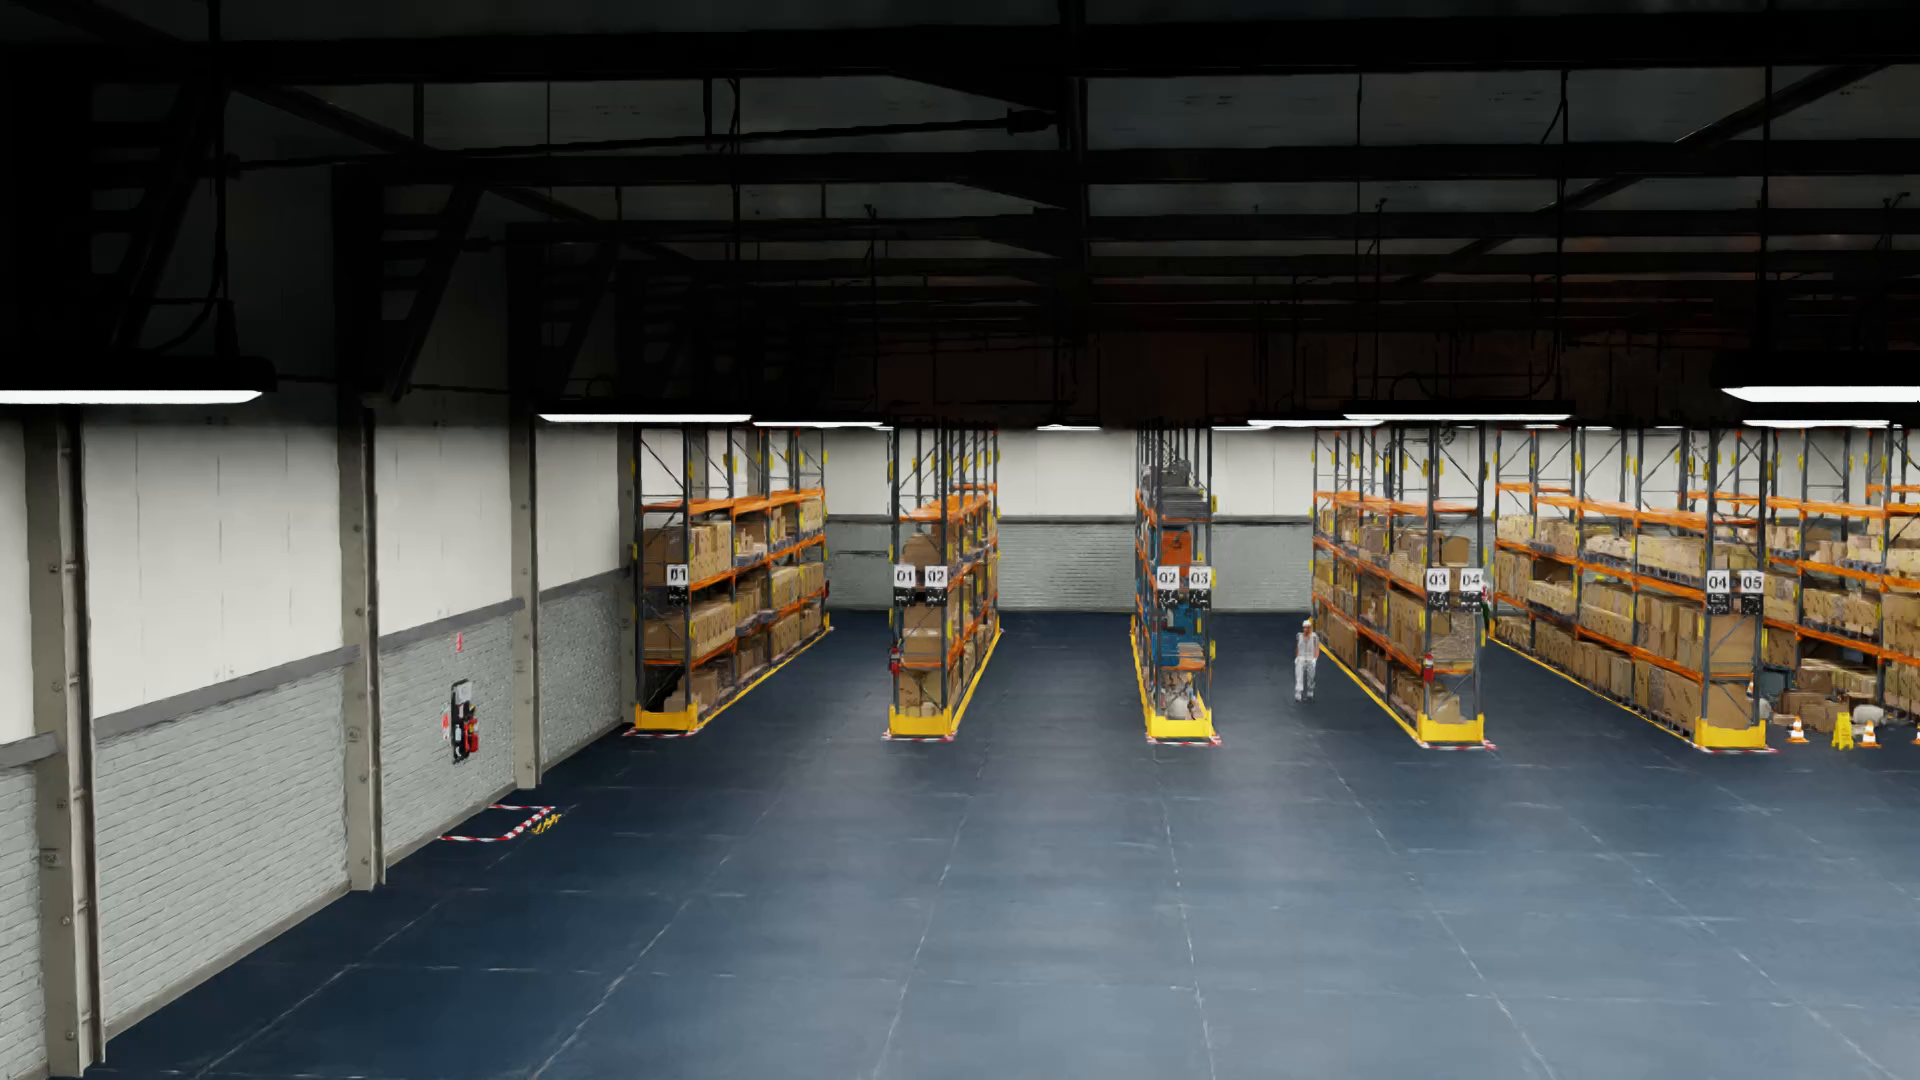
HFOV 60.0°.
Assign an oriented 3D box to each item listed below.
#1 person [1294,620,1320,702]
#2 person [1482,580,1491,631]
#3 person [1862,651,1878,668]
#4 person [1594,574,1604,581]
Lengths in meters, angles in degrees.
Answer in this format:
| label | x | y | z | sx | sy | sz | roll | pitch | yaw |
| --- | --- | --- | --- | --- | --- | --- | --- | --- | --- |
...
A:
| label | x | y | z | sx | sy | sz | roll | pitch | yaw |
| --- | --- | --- | --- | --- | --- | --- | --- | --- | --- |
| person | 7.344 | 2.546 | 35.225 | 0.534 | 1.726 | 1.038 | 1 | 4 | 14 |
| person | 14.886 | 1.749 | 47.402 | 0.571 | 1.776 | 0.577 | 3 | 5 | 43 |
| person | 21.512 | 2.282 | 39.416 | 0.499 | 1.712 | 0.578 | 3 | 5 | 34 |
| person | 17.696 | 1.831 | 46.032 | 0.508 | 1.768 | 0.666 | 0 | 4 | -3 |
